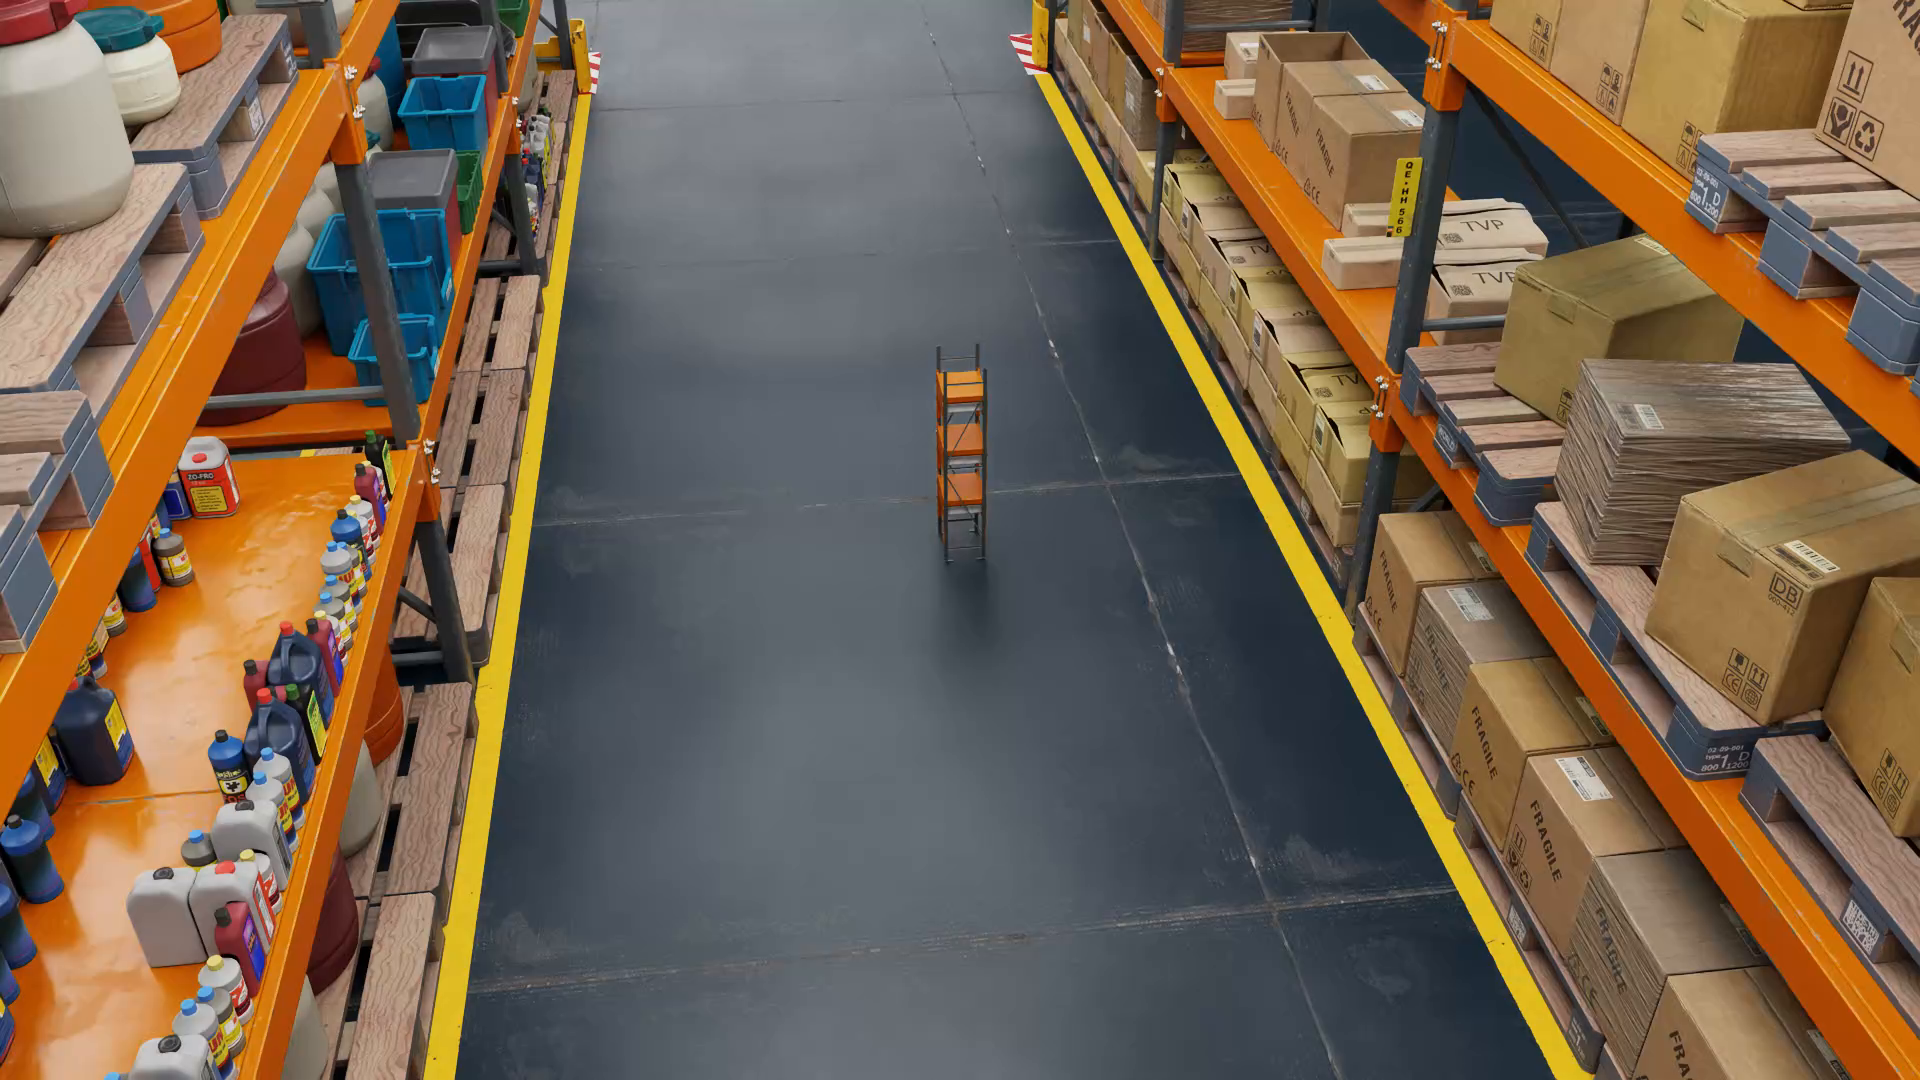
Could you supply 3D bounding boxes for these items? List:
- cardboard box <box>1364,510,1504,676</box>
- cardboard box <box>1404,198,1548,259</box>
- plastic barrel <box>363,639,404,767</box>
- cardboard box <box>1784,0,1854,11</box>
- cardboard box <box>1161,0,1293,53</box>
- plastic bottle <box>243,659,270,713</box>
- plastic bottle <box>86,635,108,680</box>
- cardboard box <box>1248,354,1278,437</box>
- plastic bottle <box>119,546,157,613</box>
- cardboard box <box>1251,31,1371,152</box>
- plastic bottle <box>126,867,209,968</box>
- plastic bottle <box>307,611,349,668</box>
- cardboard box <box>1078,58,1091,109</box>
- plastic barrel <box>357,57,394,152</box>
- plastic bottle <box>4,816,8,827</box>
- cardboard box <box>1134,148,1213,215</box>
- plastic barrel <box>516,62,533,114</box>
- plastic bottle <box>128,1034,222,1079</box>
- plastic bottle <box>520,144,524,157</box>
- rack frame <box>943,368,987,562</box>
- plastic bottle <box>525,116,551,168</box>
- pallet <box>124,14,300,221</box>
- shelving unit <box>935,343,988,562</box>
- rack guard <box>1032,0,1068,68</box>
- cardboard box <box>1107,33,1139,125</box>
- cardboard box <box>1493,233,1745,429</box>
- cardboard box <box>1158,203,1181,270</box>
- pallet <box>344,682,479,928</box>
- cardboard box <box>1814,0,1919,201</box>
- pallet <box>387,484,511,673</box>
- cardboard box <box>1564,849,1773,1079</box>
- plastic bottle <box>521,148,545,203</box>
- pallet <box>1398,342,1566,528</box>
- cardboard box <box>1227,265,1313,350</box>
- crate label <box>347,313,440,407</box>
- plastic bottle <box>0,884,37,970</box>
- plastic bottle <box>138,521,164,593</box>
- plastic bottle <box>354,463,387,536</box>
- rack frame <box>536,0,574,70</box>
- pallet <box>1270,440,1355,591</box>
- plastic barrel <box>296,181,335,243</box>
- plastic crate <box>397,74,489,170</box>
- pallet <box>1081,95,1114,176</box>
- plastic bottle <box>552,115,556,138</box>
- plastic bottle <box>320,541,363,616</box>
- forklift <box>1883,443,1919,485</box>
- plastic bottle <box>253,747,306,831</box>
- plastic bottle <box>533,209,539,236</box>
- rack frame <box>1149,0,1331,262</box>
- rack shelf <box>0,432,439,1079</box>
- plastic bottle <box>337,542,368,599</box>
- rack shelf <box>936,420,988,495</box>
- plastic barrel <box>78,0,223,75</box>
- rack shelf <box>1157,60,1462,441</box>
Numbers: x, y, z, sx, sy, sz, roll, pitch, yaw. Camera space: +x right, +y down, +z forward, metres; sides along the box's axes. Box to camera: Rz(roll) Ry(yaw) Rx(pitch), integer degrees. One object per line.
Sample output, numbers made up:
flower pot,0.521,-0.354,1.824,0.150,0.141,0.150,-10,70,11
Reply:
cardboard box,2.071,0.219,7.094,0.500,0.500,0.500,-3,34,-4
cardboard box,2.365,-1.385,7.697,0.500,0.311,0.500,-5,35,-7
plastic barrel,-2.533,0.460,6.465,0.600,0.830,0.708,-4,35,-6
cardboard box,2.483,-1.788,4.571,0.500,0.500,0.500,-4,35,-6
cardboard box,1.689,-3.428,10.528,0.700,0.500,0.500,-5,35,-8
plastic bottle,-2.103,0.459,5.017,0.061,0.283,0.133,-4,35,-6
plastic bottle,-2.778,0.313,5.242,0.097,0.271,0.097,0,34,0
cardboard box,1.843,-0.788,8.812,0.500,0.250,0.500,-4,34,-5
plastic bottle,-2.767,0.105,5.547,0.097,0.271,0.097,0,34,0
cardboard box,1.913,-2.457,9.103,0.500,0.500,0.500,-2,34,-3
plastic bottle,-2.038,0.957,4.293,0.152,0.276,0.135,-4,35,-6
plastic bottle,-2.019,0.316,5.299,0.097,0.201,0.097,0,34,0
cardboard box,1.206,-3.535,12.843,0.500,0.250,0.500,-4,35,-6
plastic barrel,-3.243,-2.272,8.800,0.433,0.535,0.433,0,34,0
plastic bottle,-2.694,0.735,4.612,0.061,0.283,0.133,-4,35,-6
cardboard box,1.476,-2.419,11.205,0.500,0.250,0.500,-4,35,-6
plastic barrel,-3.460,-3.503,12.563,0.421,0.512,0.421,0,34,0
plastic bottle,-1.812,1.258,3.851,0.152,0.276,0.135,-4,35,-6
plastic bottle,-3.077,-2.622,11.462,0.152,0.276,0.135,-4,35,-6
rack frame,0.024,-0.336,7.811,0.200,1.050,0.008,-4,35,-6
plastic bottle,-2.959,-2.782,11.630,0.144,0.351,0.185,-3,34,-4
pallet,-2.610,-1.262,4.942,1.003,0.211,1.213,-4,35,-6
shelving unit,0.007,-0.404,7.911,0.215,1.050,0.252,-4,35,-6
rack guard,1.214,-4.352,14.193,1.175,0.500,0.348,-4,35,-6
cardboard box,1.349,-3.288,11.814,0.500,0.500,0.500,-4,35,-6
cardboard box,2.489,-0.780,6.269,0.700,0.500,0.500,-16,37,-22
cardboard box,1.564,-1.933,10.492,0.500,0.250,0.500,-5,35,-8
pallet,-2.469,1.055,6.515,1.003,0.211,1.213,-4,35,-6
cardboard box,2.654,-1.202,4.136,0.600,0.600,0.600,-6,35,-8
pallet,-2.682,0.183,7.795,1.003,0.211,1.213,-4,35,-6
cardboard box,2.355,1.366,5.411,0.500,0.500,0.500,-4,34,-6
plastic bottle,-2.877,-2.441,11.130,0.144,0.351,0.185,-6,35,-8
pallet,2.454,-0.455,6.425,1.213,0.211,1.003,-4,35,-6
cardboard box,1.772,-1.301,9.067,0.500,0.311,0.500,-3,34,-5
crate label,-2.301,-0.729,6.805,0.303,0.233,0.416,-4,35,-6
plastic bottle,-2.465,0.975,4.270,0.097,0.271,0.097,0,34,0
plastic bottle,-2.816,0.041,5.637,0.152,0.276,0.135,-4,35,-6
plastic bottle,-2.108,-0.164,5.931,0.061,0.283,0.133,-4,35,-6
rack frame,-3.692,-4.999,12.922,1.000,3.000,0.127,-4,35,-6
pallet,2.221,-0.218,8.382,1.003,0.211,1.213,-4,35,-6
plastic barrel,-3.023,-1.374,7.503,0.421,0.512,0.421,0,34,0
plastic crate,-2.697,-2.168,8.782,0.392,0.384,0.575,-4,35,-6
pallet,1.522,-3.117,12.636,1.003,0.211,1.213,-4,35,-6
plastic bottle,-3.010,-3.033,12.131,0.097,0.201,0.097,0,34,0
plastic bottle,-2.058,0.124,5.519,0.097,0.271,0.097,0,34,0
forklift,4.713,-0.843,6.884,1.130,2.935,3.031,0,34,1
plastic bottle,-1.920,0.696,4.679,0.097,0.271,0.097,0,34,0
plastic bottle,-2.776,-2.060,10.703,0.097,0.201,0.097,0,34,0
rack frame,1.755,-3.140,10.194,1.000,3.000,0.127,-4,35,-6
rack shelf,-2.347,0.879,4.936,1.077,0.370,4.000,-4,35,-6
plastic bottle,-2.071,0.098,5.618,0.097,0.201,0.097,0,34,0
rack shelf,0.007,-0.395,7.916,0.215,0.259,0.240,-4,35,-6
plastic barrel,-2.542,-1.808,4.822,0.600,0.830,0.708,-4,35,-6
rack shelf,2.024,-1.726,8.758,1.077,0.370,4.000,-4,35,-6
